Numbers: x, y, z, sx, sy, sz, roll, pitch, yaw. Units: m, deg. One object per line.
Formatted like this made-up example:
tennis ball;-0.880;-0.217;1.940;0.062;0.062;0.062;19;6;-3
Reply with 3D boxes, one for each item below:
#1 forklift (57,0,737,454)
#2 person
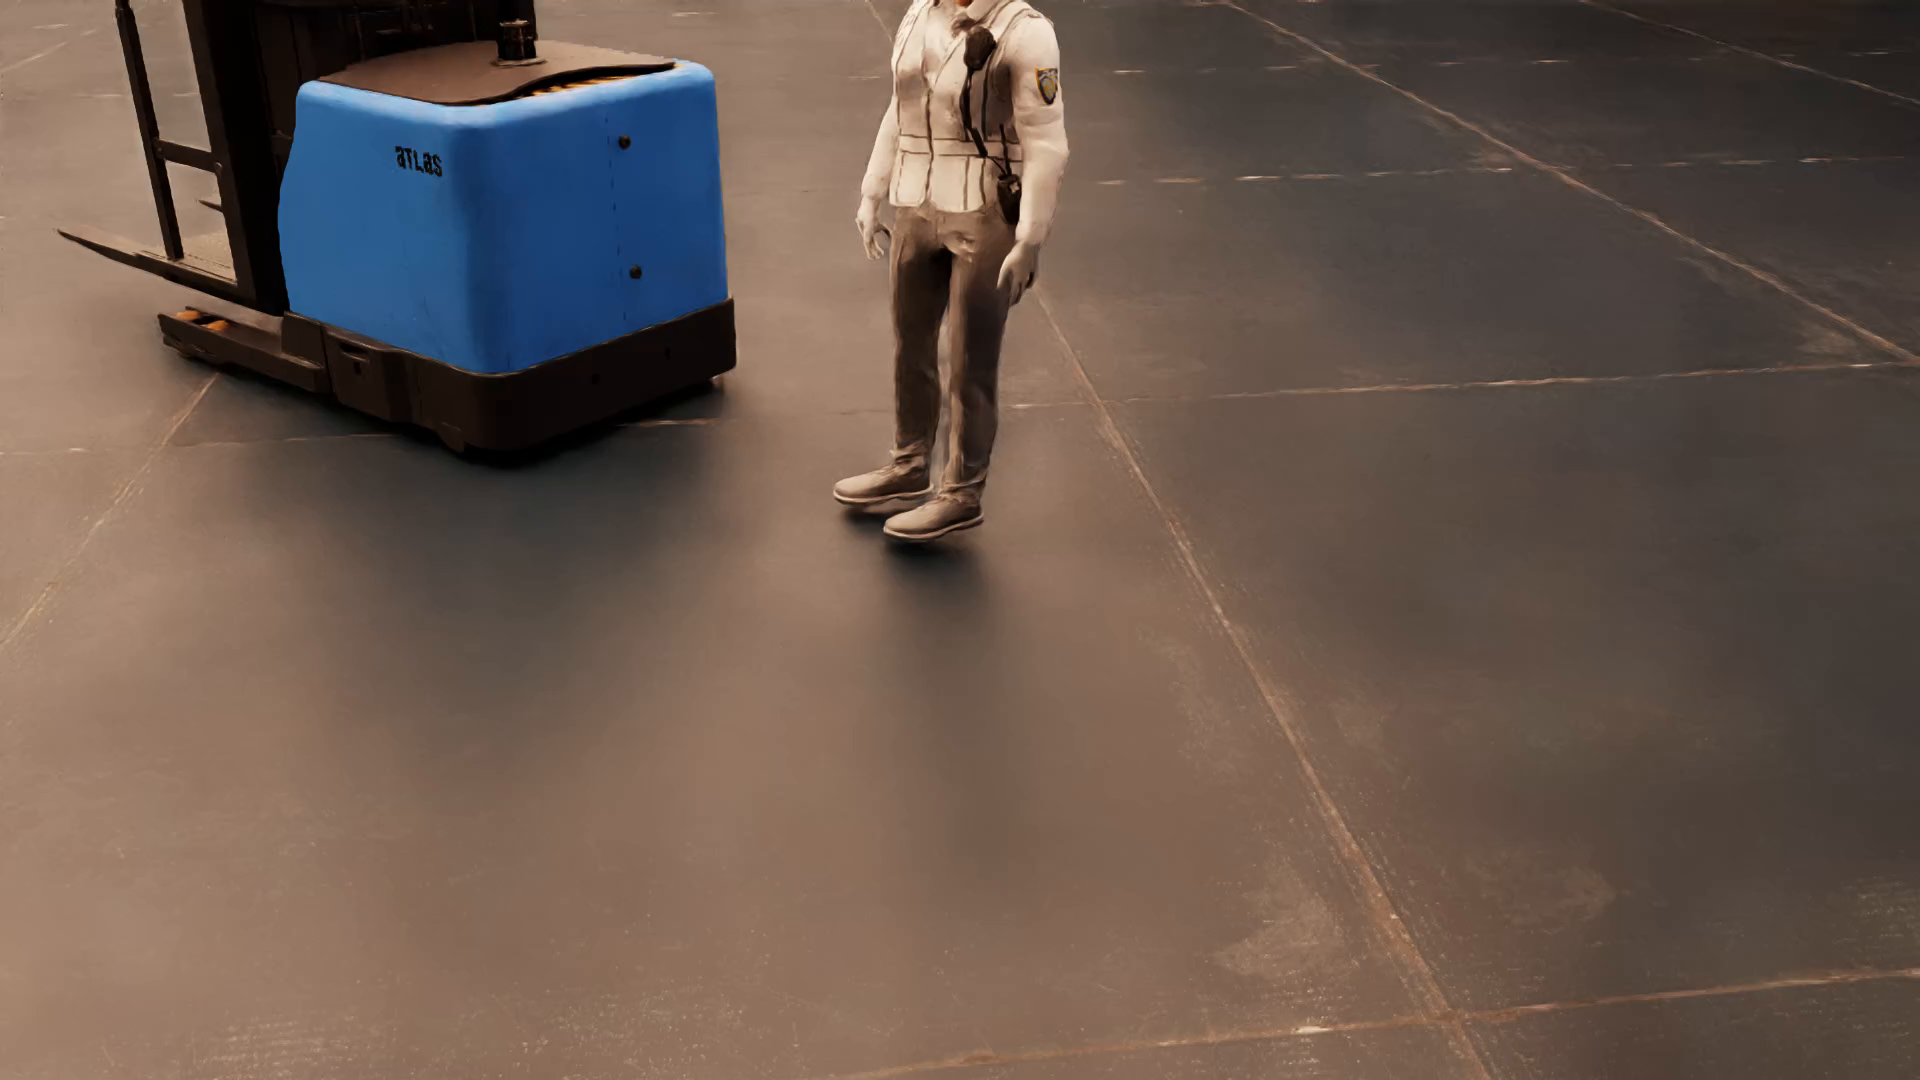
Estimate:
forklift;-2.237;-2.086;5.559;3.031;2.935;1.130;19;31;33
person;-0.047;-0.817;4.246;0.700;1.694;0.386;18;31;33
